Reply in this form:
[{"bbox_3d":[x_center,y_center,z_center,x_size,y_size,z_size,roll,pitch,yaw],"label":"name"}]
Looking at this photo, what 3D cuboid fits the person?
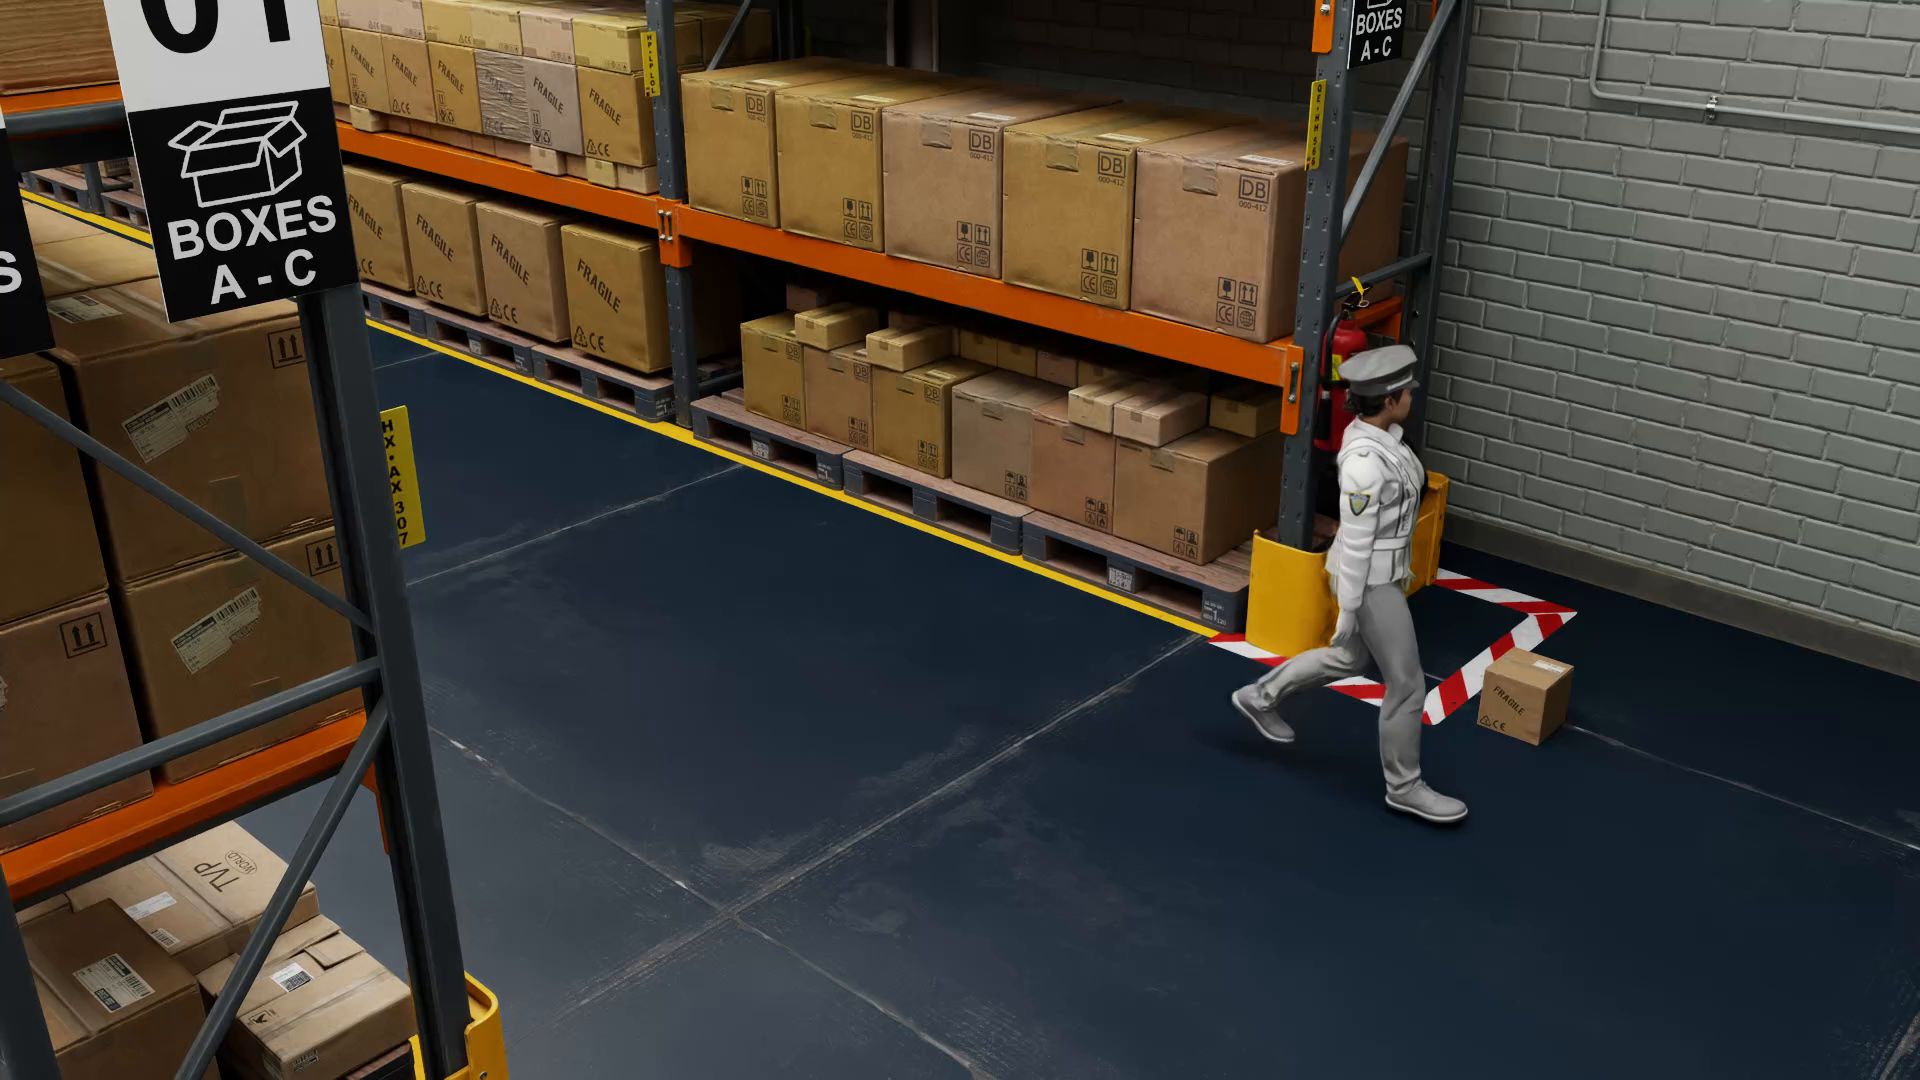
[{"bbox_3d":[1.423,0.112,5.816,0.895,1.637,0.510,8,25,18],"label":"person"}]
